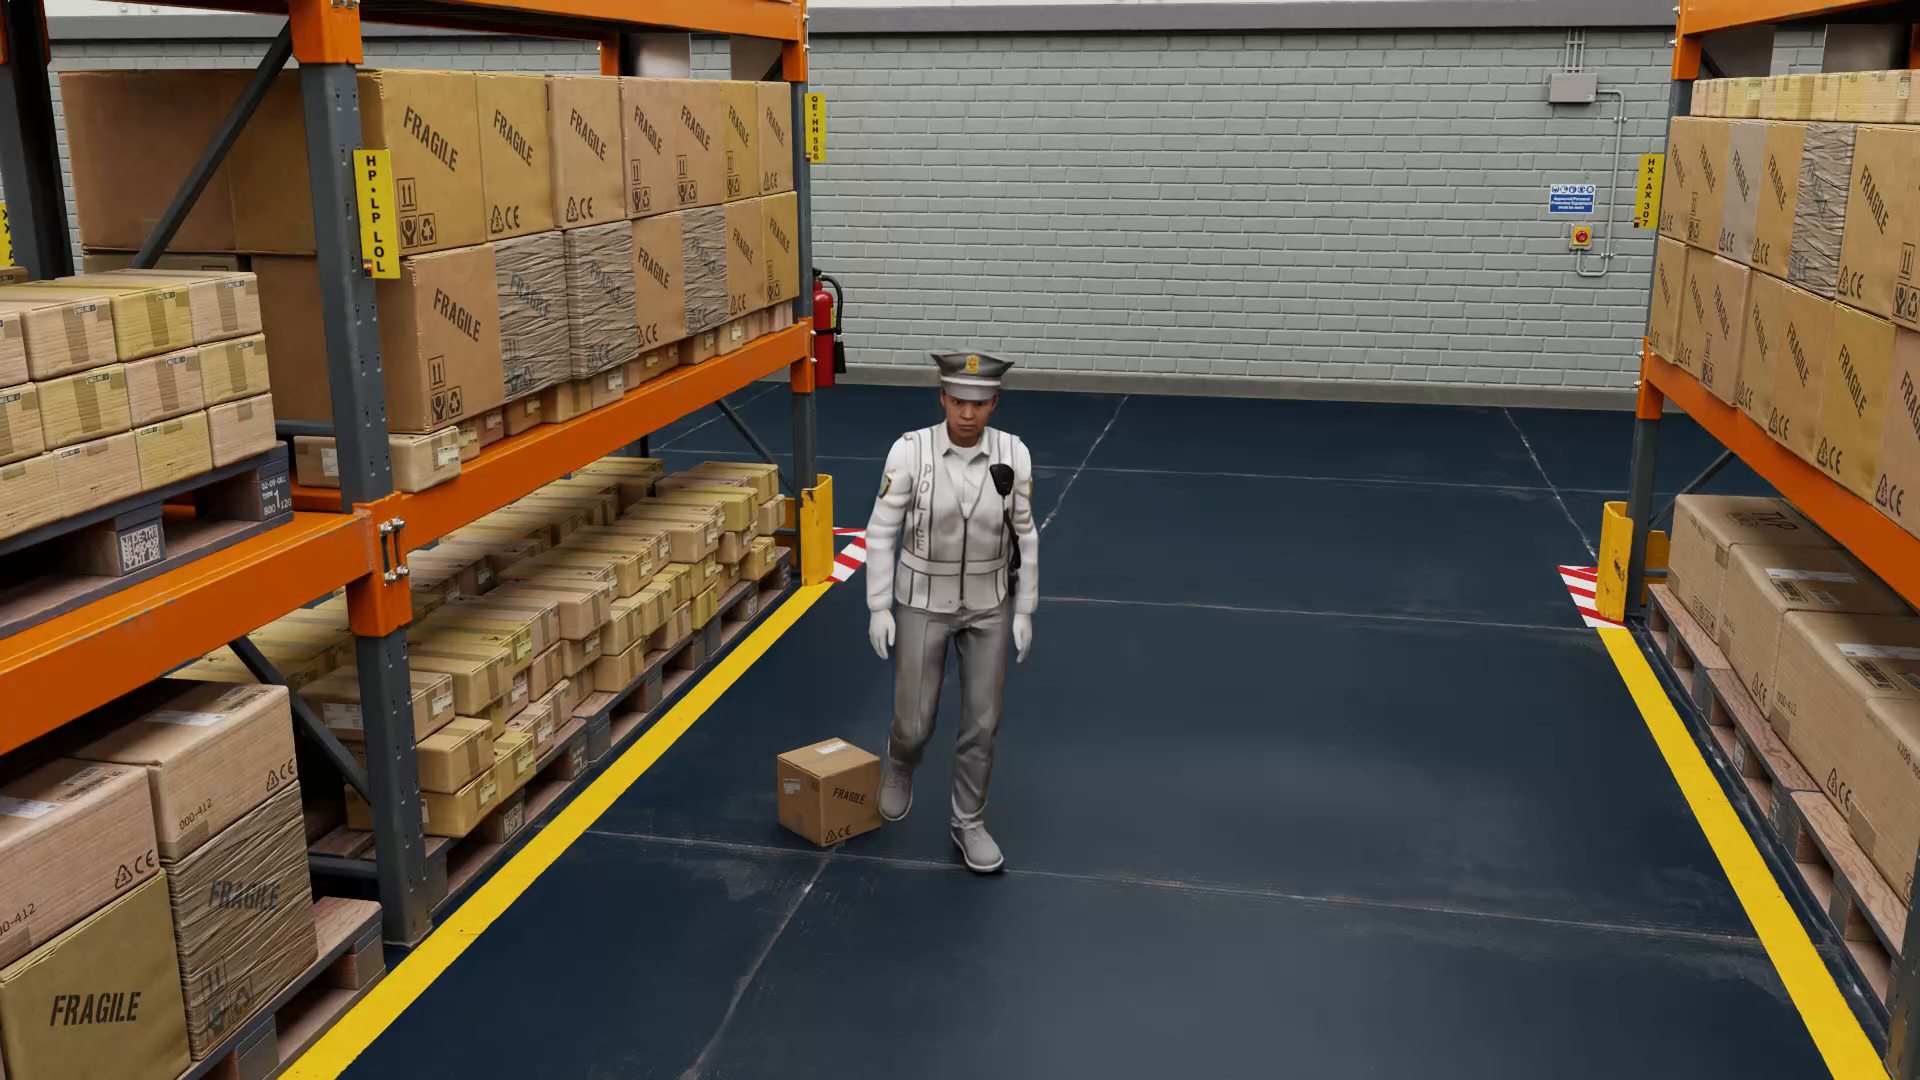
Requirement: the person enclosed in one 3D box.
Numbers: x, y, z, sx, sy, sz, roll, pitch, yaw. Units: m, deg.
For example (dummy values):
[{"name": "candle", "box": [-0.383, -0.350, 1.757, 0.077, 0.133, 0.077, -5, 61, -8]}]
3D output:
[{"name": "person", "box": [-0.037, 0.203, 5.185, 0.535, 1.661, 0.592, -3, 15, -12]}]
